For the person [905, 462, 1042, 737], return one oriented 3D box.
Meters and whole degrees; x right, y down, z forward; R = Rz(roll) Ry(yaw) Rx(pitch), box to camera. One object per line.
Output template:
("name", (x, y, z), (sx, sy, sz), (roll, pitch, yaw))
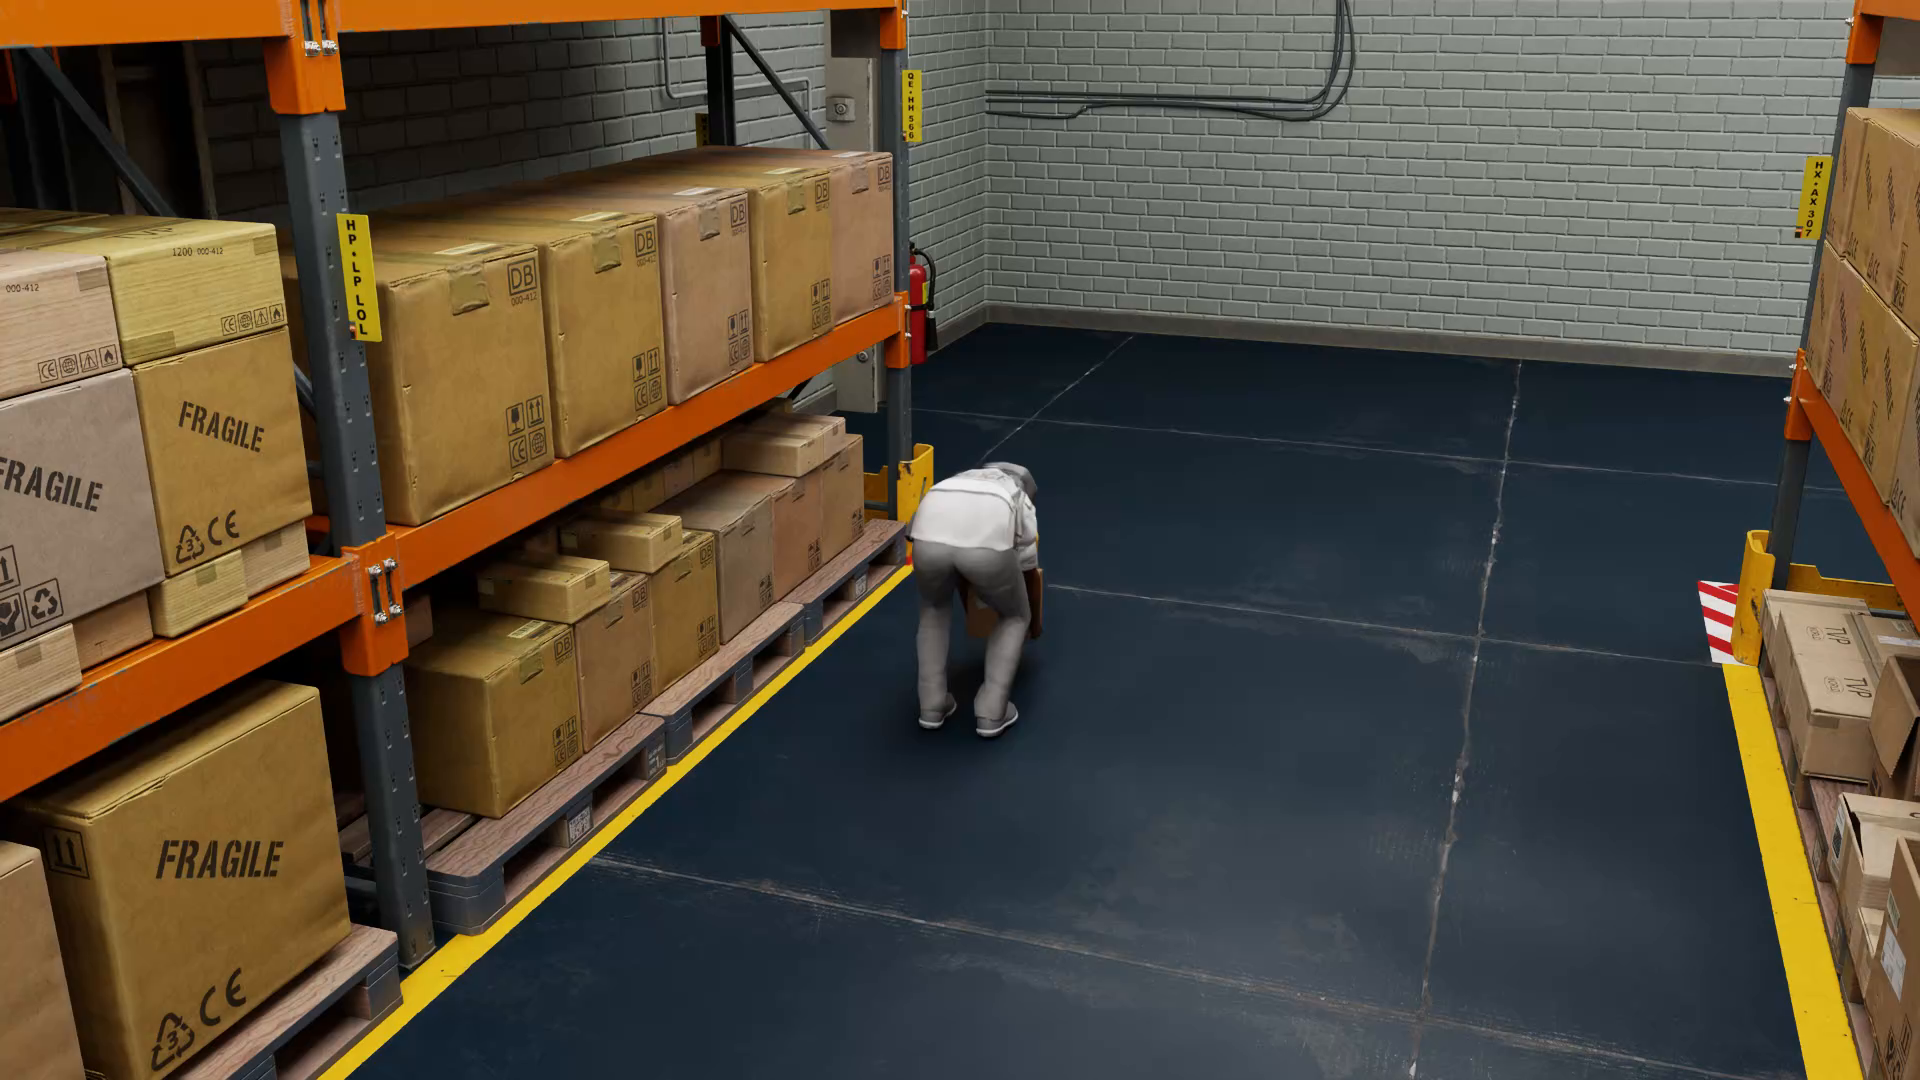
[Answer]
("person", (0.085, 0.185, 6.561), (0.445, 0.995, 0.928), (5, 19, 15))
